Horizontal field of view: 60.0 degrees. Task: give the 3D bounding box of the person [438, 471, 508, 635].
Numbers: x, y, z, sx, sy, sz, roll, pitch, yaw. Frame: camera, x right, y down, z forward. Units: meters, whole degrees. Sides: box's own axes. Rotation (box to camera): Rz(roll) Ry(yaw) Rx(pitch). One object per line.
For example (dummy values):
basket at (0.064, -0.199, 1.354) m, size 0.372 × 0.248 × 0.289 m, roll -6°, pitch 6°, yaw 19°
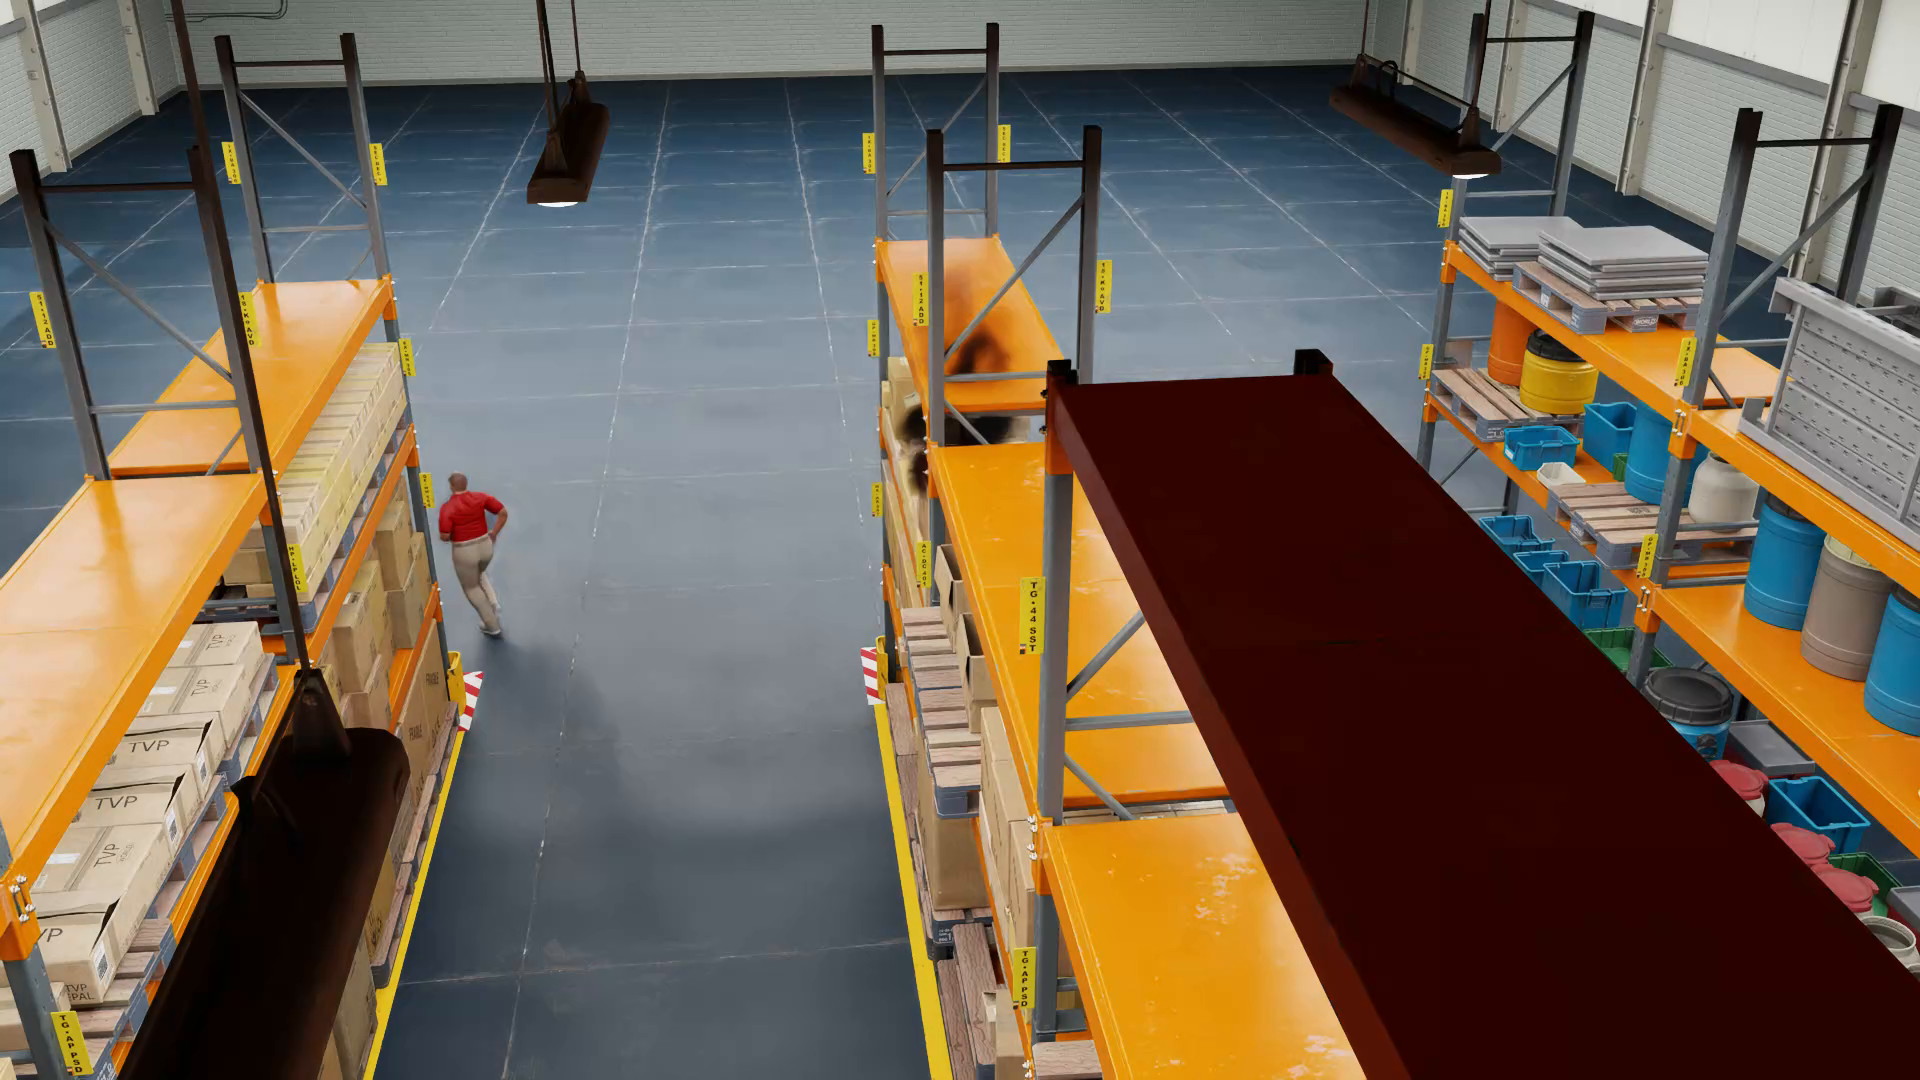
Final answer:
person at (-4.786, 0.108, 16.316) m, size 0.608 × 1.704 × 0.653 m, roll 23°, pitch 34°, yaw 39°
